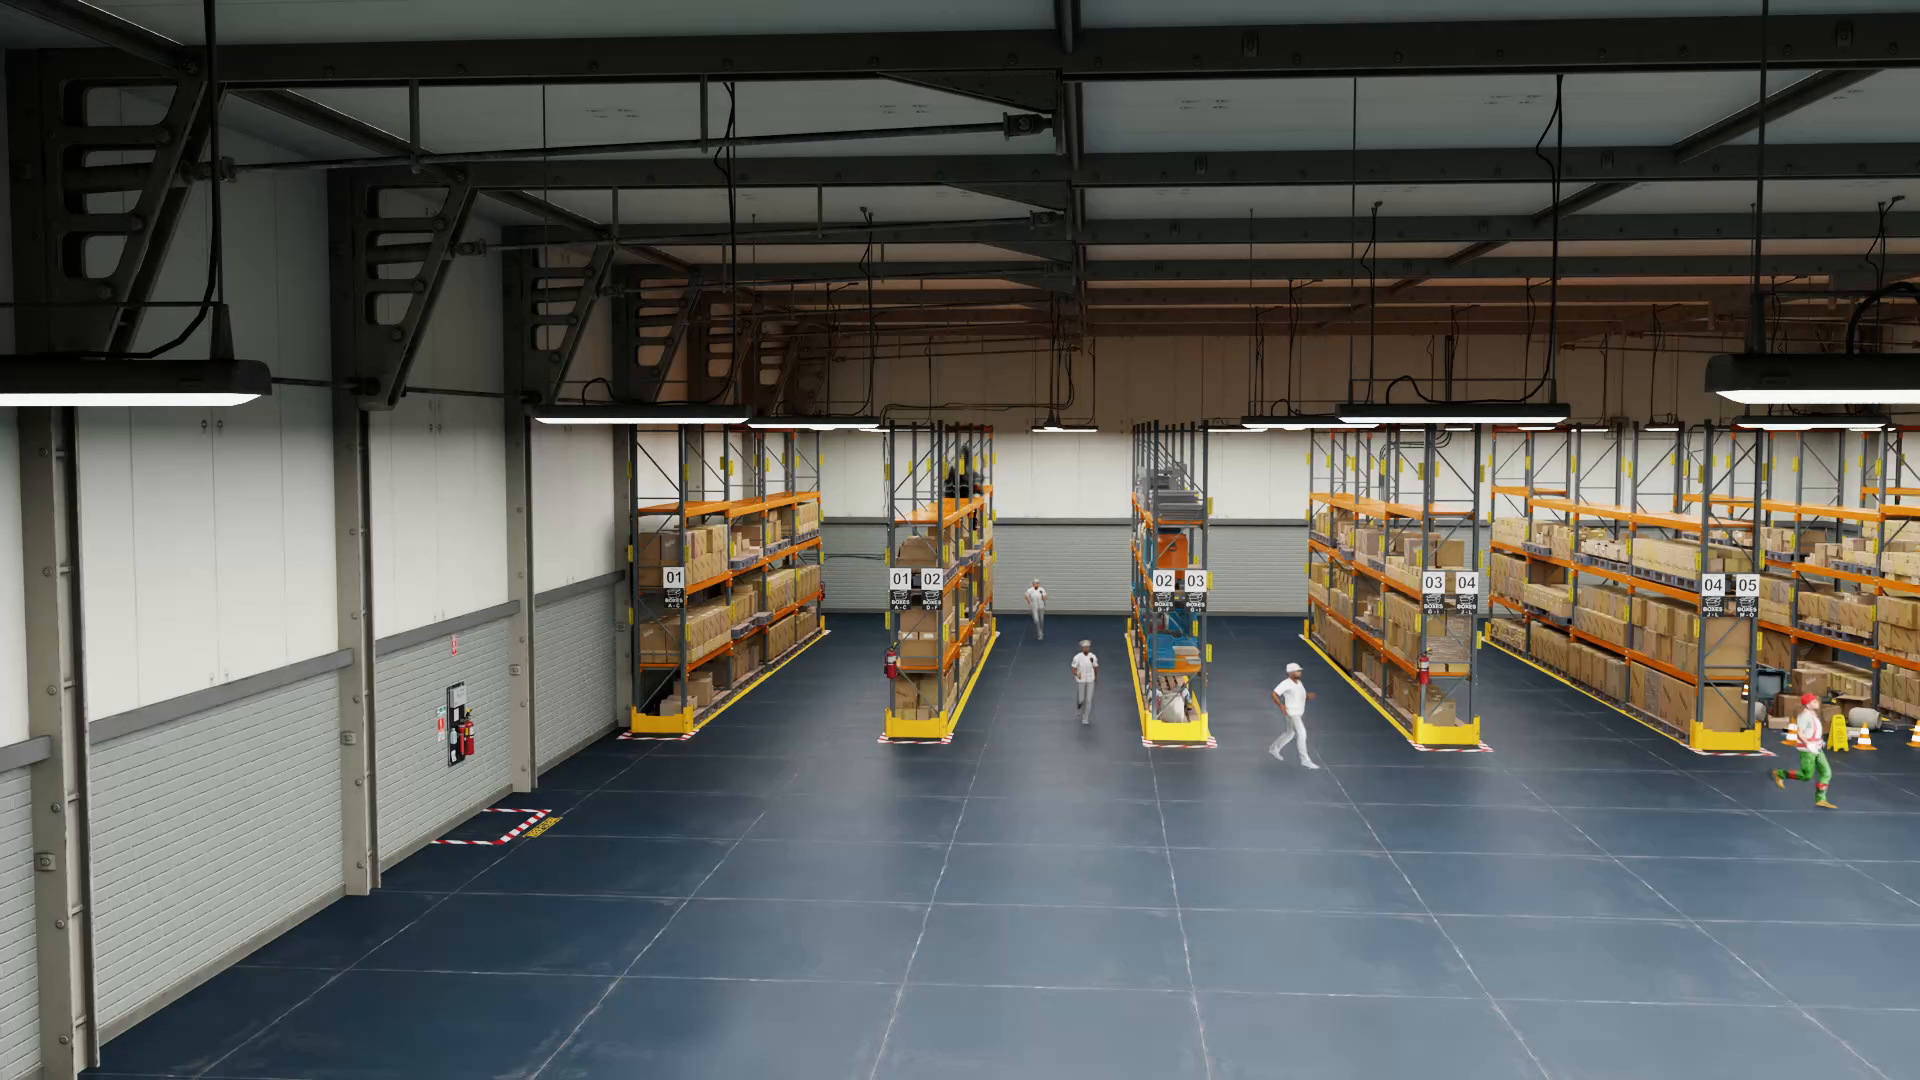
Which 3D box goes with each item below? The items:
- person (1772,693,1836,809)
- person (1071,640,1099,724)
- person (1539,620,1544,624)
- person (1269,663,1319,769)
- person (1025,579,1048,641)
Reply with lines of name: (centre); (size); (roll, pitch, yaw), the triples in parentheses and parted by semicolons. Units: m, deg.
person: (13.094, 3.241, 25.732); (0.655, 1.752, 0.897); (-3, 5, -44)
person: (2.496, 2.803, 33.068); (0.572, 1.653, 0.617); (0, 4, -5)
person: (16.806, 1.958, 47.468); (0.579, 1.553, 0.550); (0, 4, 7)
person: (5.749, 3.000, 28.615); (0.960, 1.770, 0.693); (2, 4, 31)
person: (2.154, 1.955, 46.668); (0.608, 1.704, 0.795); (-1, 4, -12)
